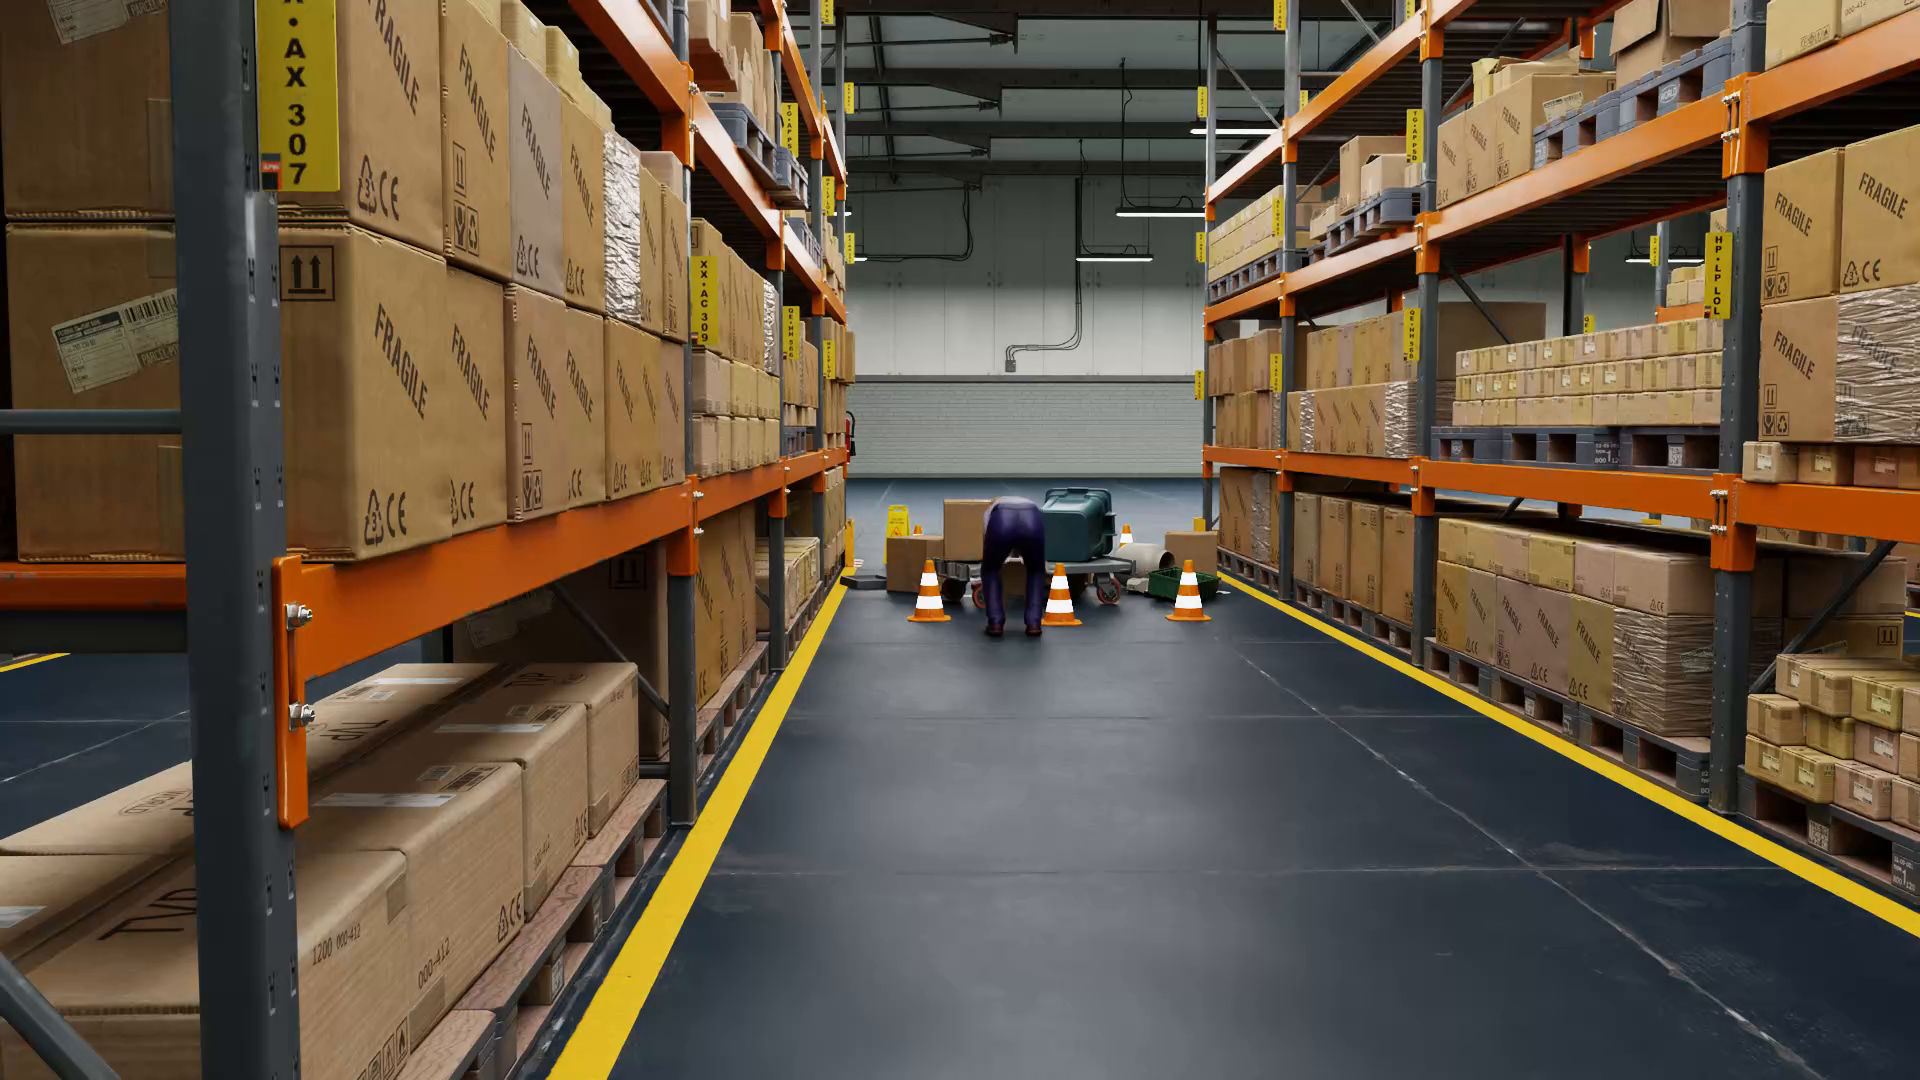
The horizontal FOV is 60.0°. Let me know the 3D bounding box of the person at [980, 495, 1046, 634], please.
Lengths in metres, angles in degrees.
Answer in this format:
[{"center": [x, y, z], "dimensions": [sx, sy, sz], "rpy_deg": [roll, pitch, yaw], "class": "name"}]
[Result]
[{"center": [0.383, 0.176, 12.307], "dimensions": [0.483, 1.004, 0.910], "rpy_deg": [0, 4, -4], "class": "person"}]
